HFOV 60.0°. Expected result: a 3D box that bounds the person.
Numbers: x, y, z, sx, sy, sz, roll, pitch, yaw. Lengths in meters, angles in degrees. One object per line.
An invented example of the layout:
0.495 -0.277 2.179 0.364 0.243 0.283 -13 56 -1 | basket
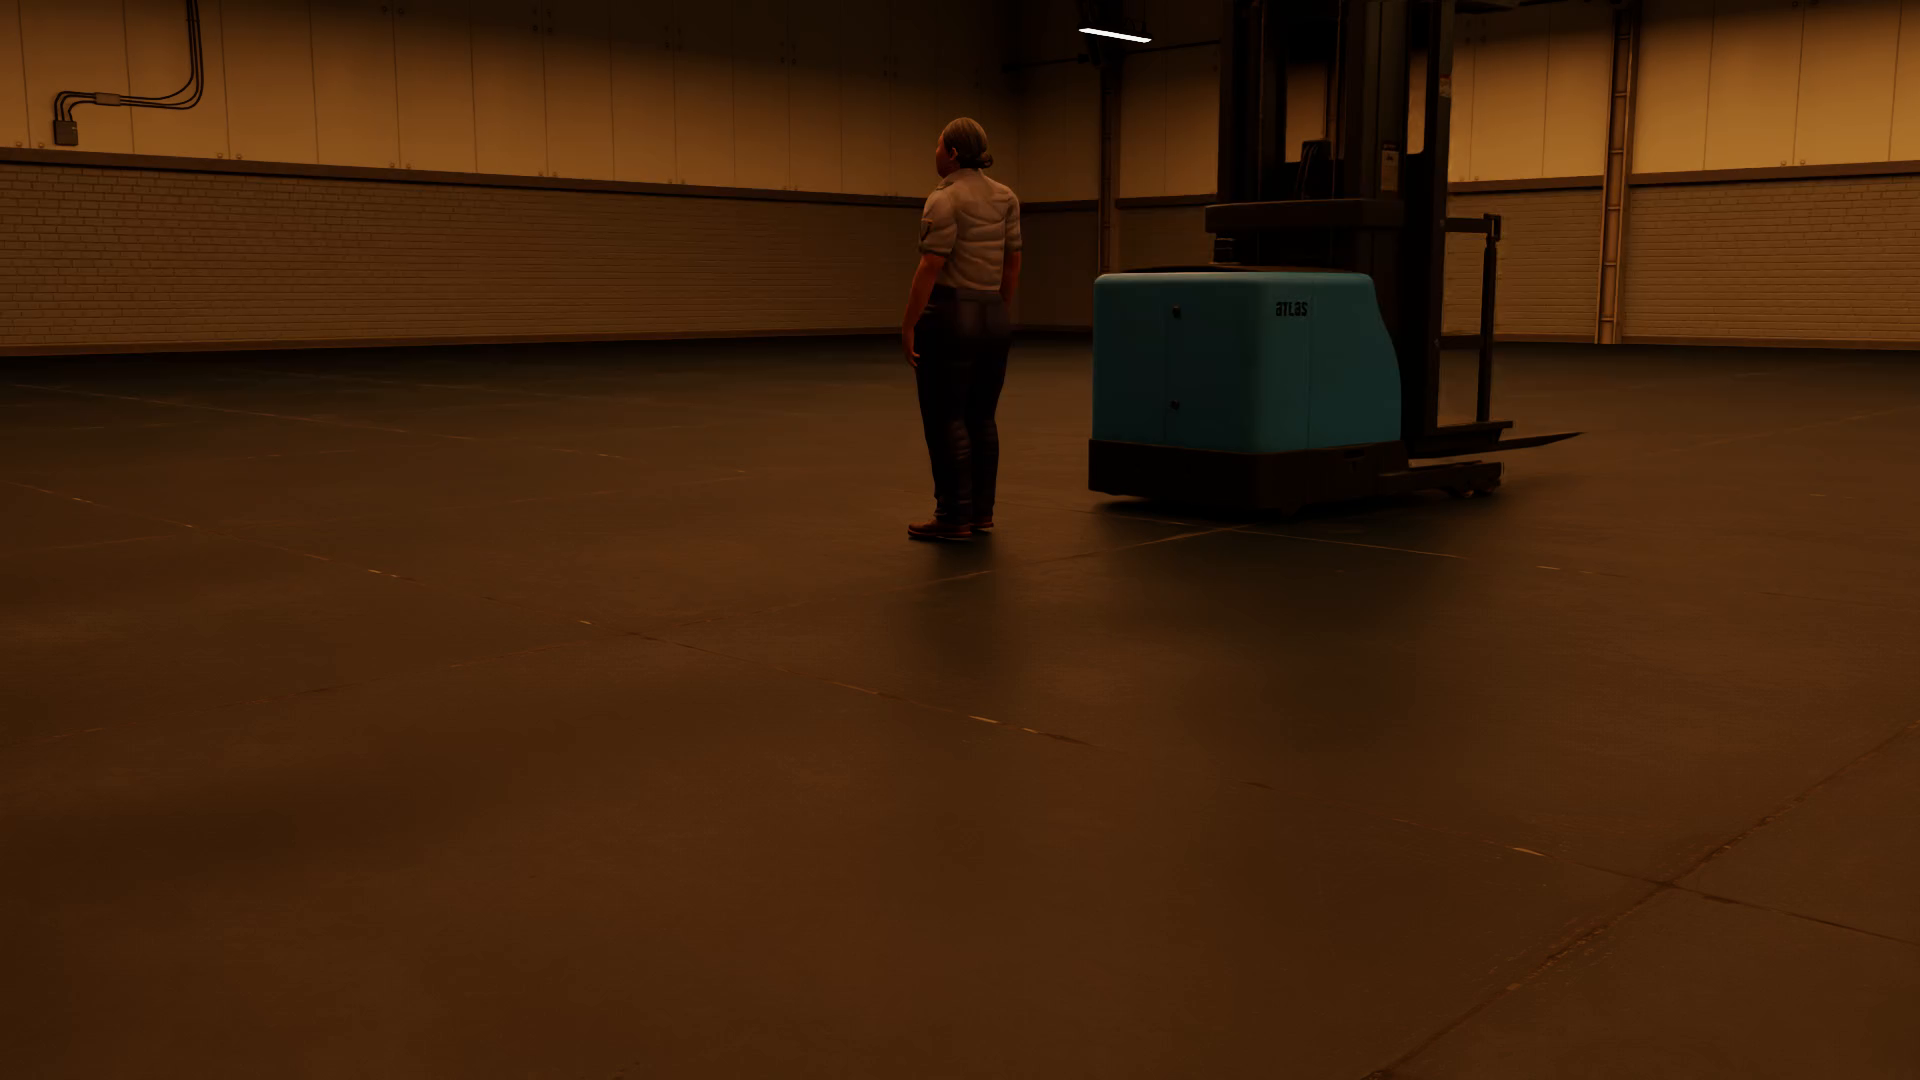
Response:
-0.049 -0.834 6.671 0.503 1.650 0.599 8 12 43 | person

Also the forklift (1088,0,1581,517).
2.046 -1.706 8.205 3.031 2.935 1.130 -7 11 -40 | forklift
